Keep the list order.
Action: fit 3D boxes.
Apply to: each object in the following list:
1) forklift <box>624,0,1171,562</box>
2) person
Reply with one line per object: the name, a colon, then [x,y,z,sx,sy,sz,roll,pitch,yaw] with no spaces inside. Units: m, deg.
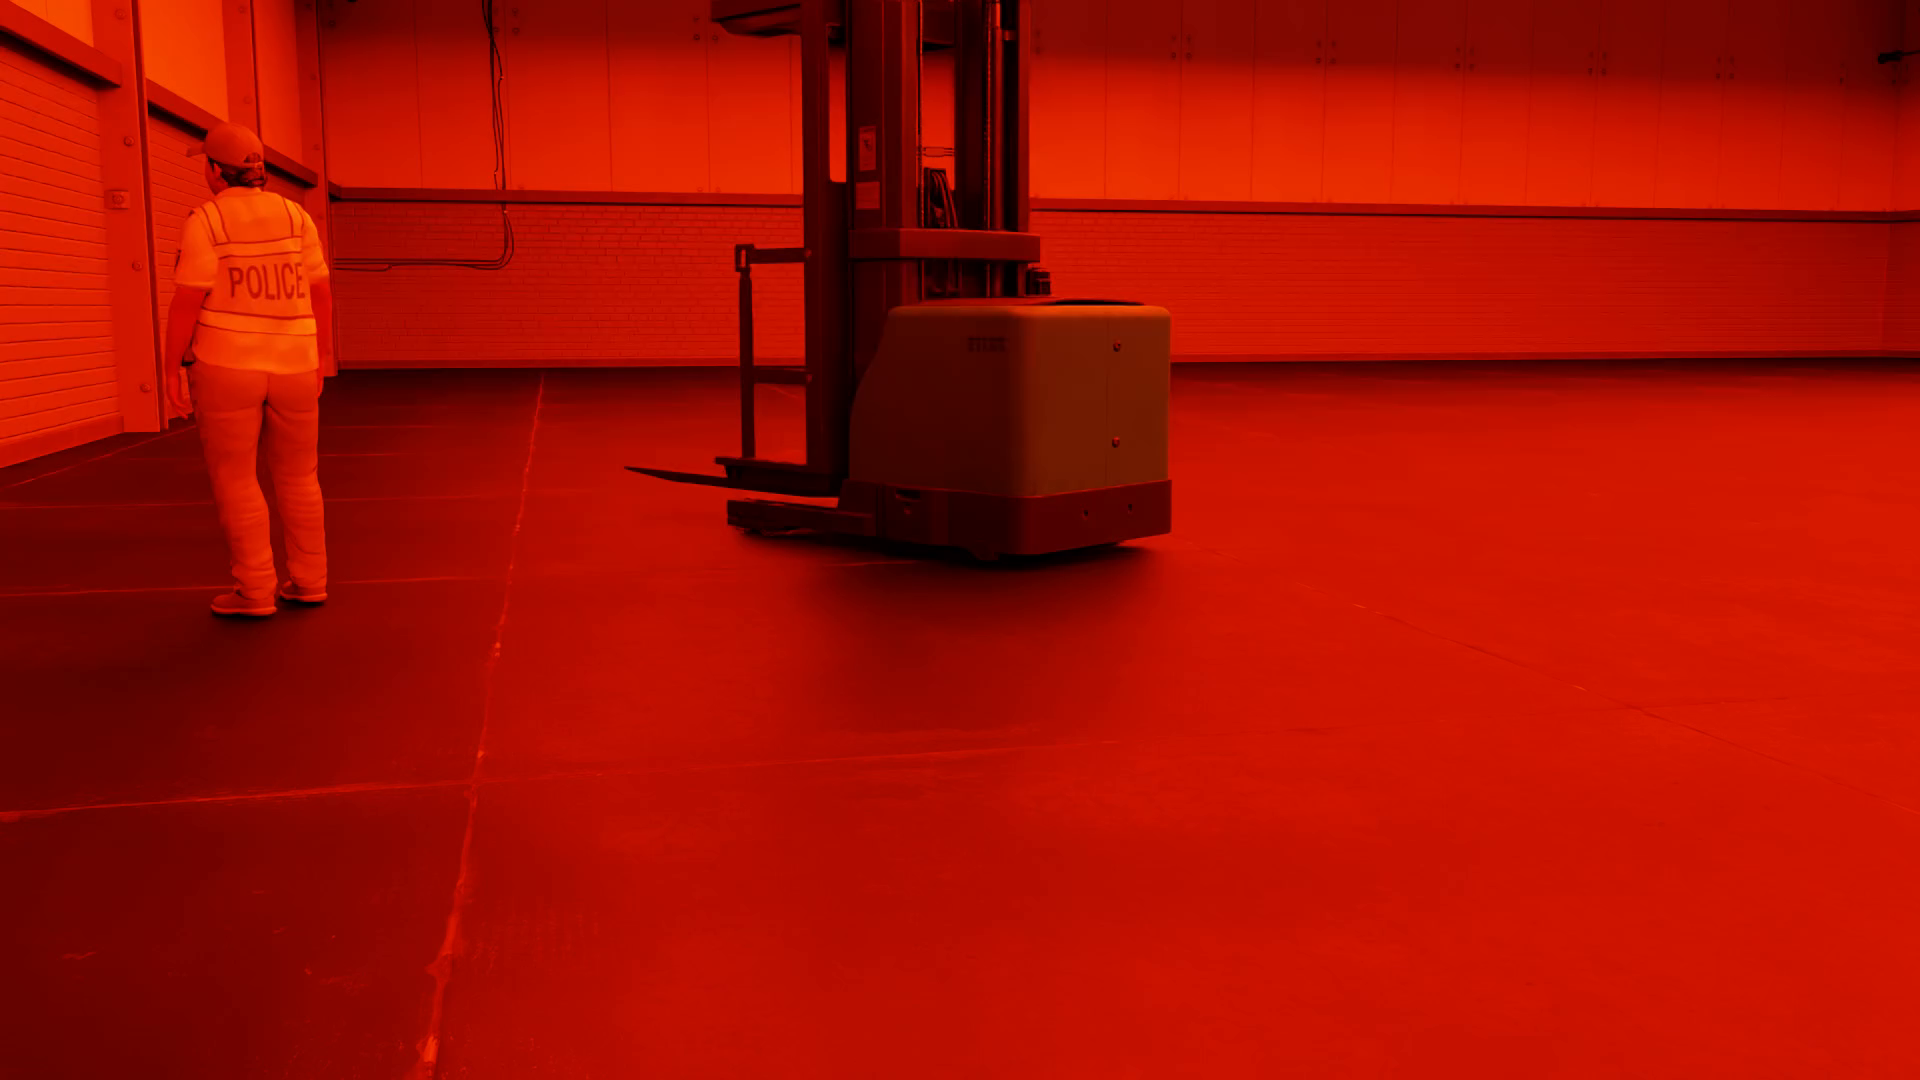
forklift: [-0.472,-1.510,7.921,3.031,2.935,1.130,7,11,43]
person: [-2.466,-0.573,5.743,0.531,1.669,0.595,7,11,41]
